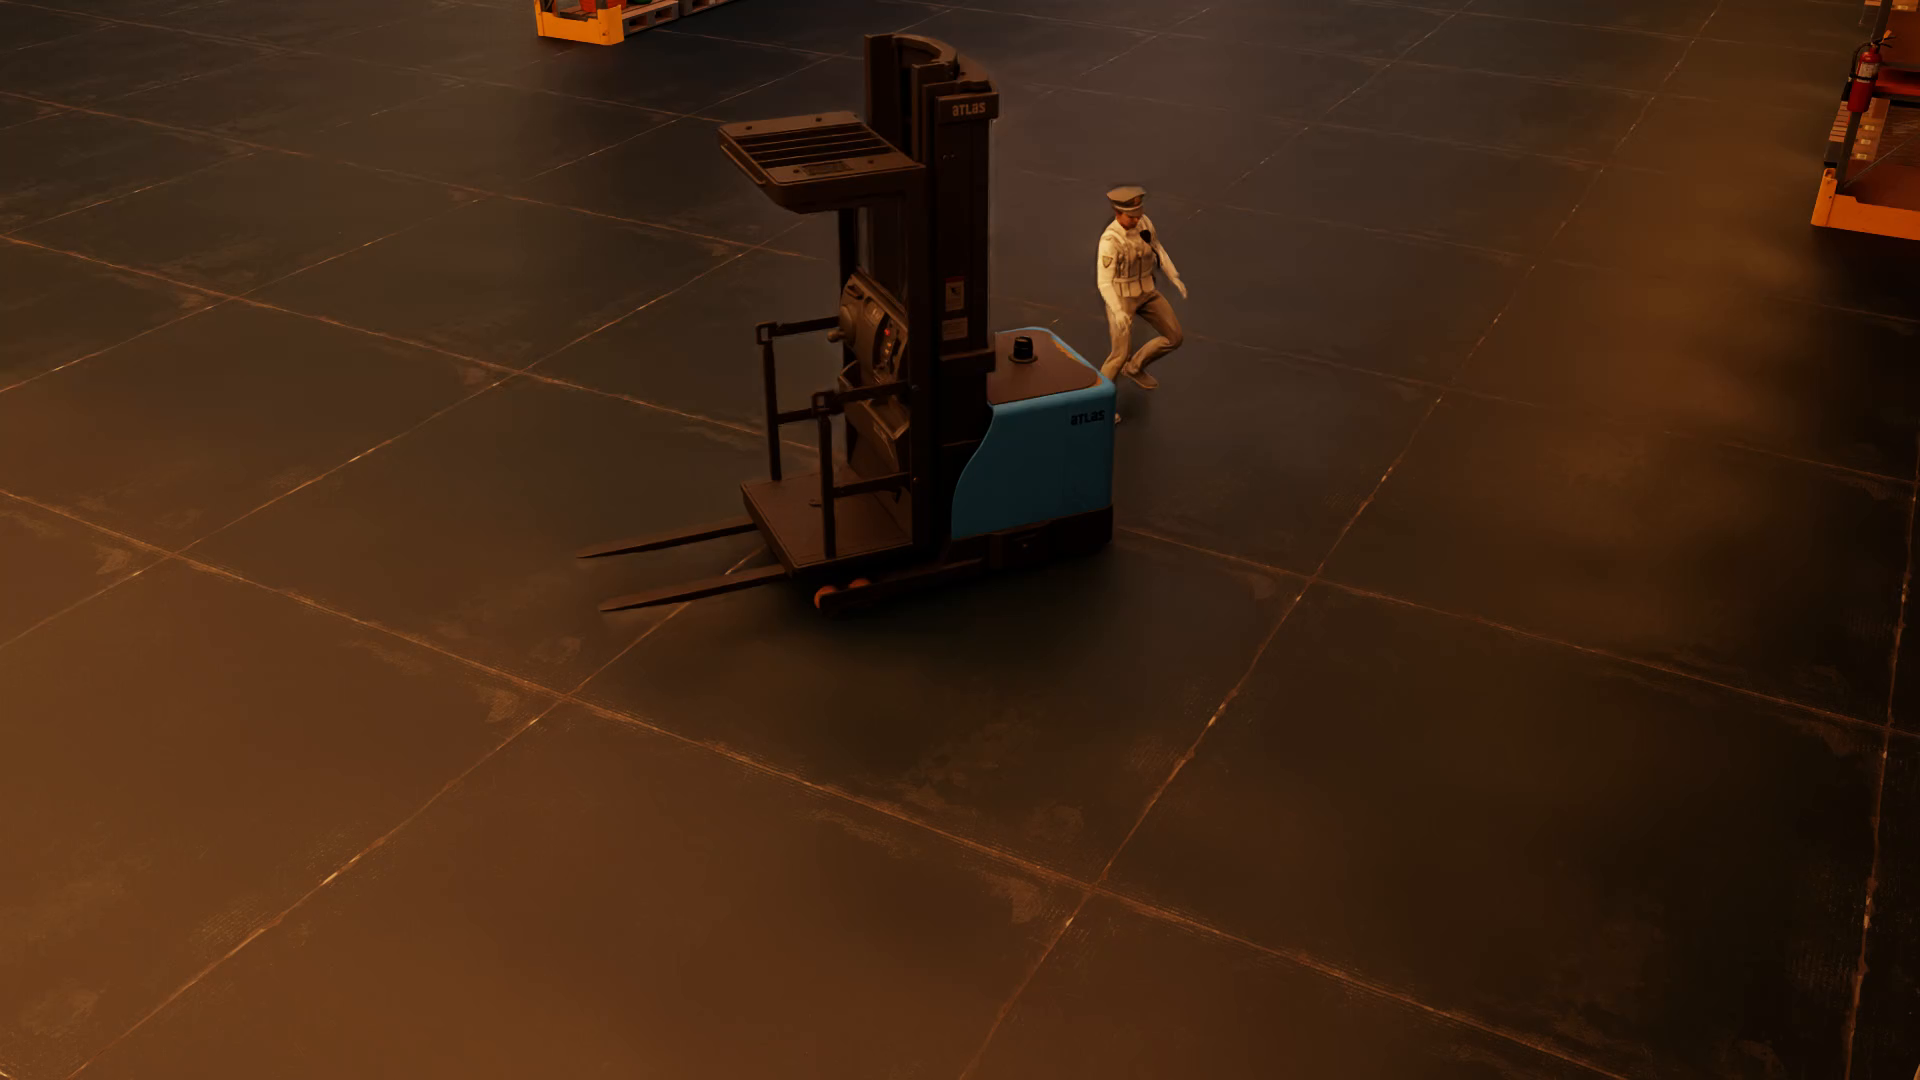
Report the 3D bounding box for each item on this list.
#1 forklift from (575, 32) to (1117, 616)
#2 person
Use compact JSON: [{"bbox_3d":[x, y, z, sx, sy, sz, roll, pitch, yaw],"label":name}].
[{"bbox_3d":[-0.661,-1.147,9.059,3.031,2.935,1.130,-12,32,-20],"label":"forklift"},{"bbox_3d":[1.195,-1.624,11.275,0.724,1.532,0.572,-20,36,-31],"label":"person"}]
